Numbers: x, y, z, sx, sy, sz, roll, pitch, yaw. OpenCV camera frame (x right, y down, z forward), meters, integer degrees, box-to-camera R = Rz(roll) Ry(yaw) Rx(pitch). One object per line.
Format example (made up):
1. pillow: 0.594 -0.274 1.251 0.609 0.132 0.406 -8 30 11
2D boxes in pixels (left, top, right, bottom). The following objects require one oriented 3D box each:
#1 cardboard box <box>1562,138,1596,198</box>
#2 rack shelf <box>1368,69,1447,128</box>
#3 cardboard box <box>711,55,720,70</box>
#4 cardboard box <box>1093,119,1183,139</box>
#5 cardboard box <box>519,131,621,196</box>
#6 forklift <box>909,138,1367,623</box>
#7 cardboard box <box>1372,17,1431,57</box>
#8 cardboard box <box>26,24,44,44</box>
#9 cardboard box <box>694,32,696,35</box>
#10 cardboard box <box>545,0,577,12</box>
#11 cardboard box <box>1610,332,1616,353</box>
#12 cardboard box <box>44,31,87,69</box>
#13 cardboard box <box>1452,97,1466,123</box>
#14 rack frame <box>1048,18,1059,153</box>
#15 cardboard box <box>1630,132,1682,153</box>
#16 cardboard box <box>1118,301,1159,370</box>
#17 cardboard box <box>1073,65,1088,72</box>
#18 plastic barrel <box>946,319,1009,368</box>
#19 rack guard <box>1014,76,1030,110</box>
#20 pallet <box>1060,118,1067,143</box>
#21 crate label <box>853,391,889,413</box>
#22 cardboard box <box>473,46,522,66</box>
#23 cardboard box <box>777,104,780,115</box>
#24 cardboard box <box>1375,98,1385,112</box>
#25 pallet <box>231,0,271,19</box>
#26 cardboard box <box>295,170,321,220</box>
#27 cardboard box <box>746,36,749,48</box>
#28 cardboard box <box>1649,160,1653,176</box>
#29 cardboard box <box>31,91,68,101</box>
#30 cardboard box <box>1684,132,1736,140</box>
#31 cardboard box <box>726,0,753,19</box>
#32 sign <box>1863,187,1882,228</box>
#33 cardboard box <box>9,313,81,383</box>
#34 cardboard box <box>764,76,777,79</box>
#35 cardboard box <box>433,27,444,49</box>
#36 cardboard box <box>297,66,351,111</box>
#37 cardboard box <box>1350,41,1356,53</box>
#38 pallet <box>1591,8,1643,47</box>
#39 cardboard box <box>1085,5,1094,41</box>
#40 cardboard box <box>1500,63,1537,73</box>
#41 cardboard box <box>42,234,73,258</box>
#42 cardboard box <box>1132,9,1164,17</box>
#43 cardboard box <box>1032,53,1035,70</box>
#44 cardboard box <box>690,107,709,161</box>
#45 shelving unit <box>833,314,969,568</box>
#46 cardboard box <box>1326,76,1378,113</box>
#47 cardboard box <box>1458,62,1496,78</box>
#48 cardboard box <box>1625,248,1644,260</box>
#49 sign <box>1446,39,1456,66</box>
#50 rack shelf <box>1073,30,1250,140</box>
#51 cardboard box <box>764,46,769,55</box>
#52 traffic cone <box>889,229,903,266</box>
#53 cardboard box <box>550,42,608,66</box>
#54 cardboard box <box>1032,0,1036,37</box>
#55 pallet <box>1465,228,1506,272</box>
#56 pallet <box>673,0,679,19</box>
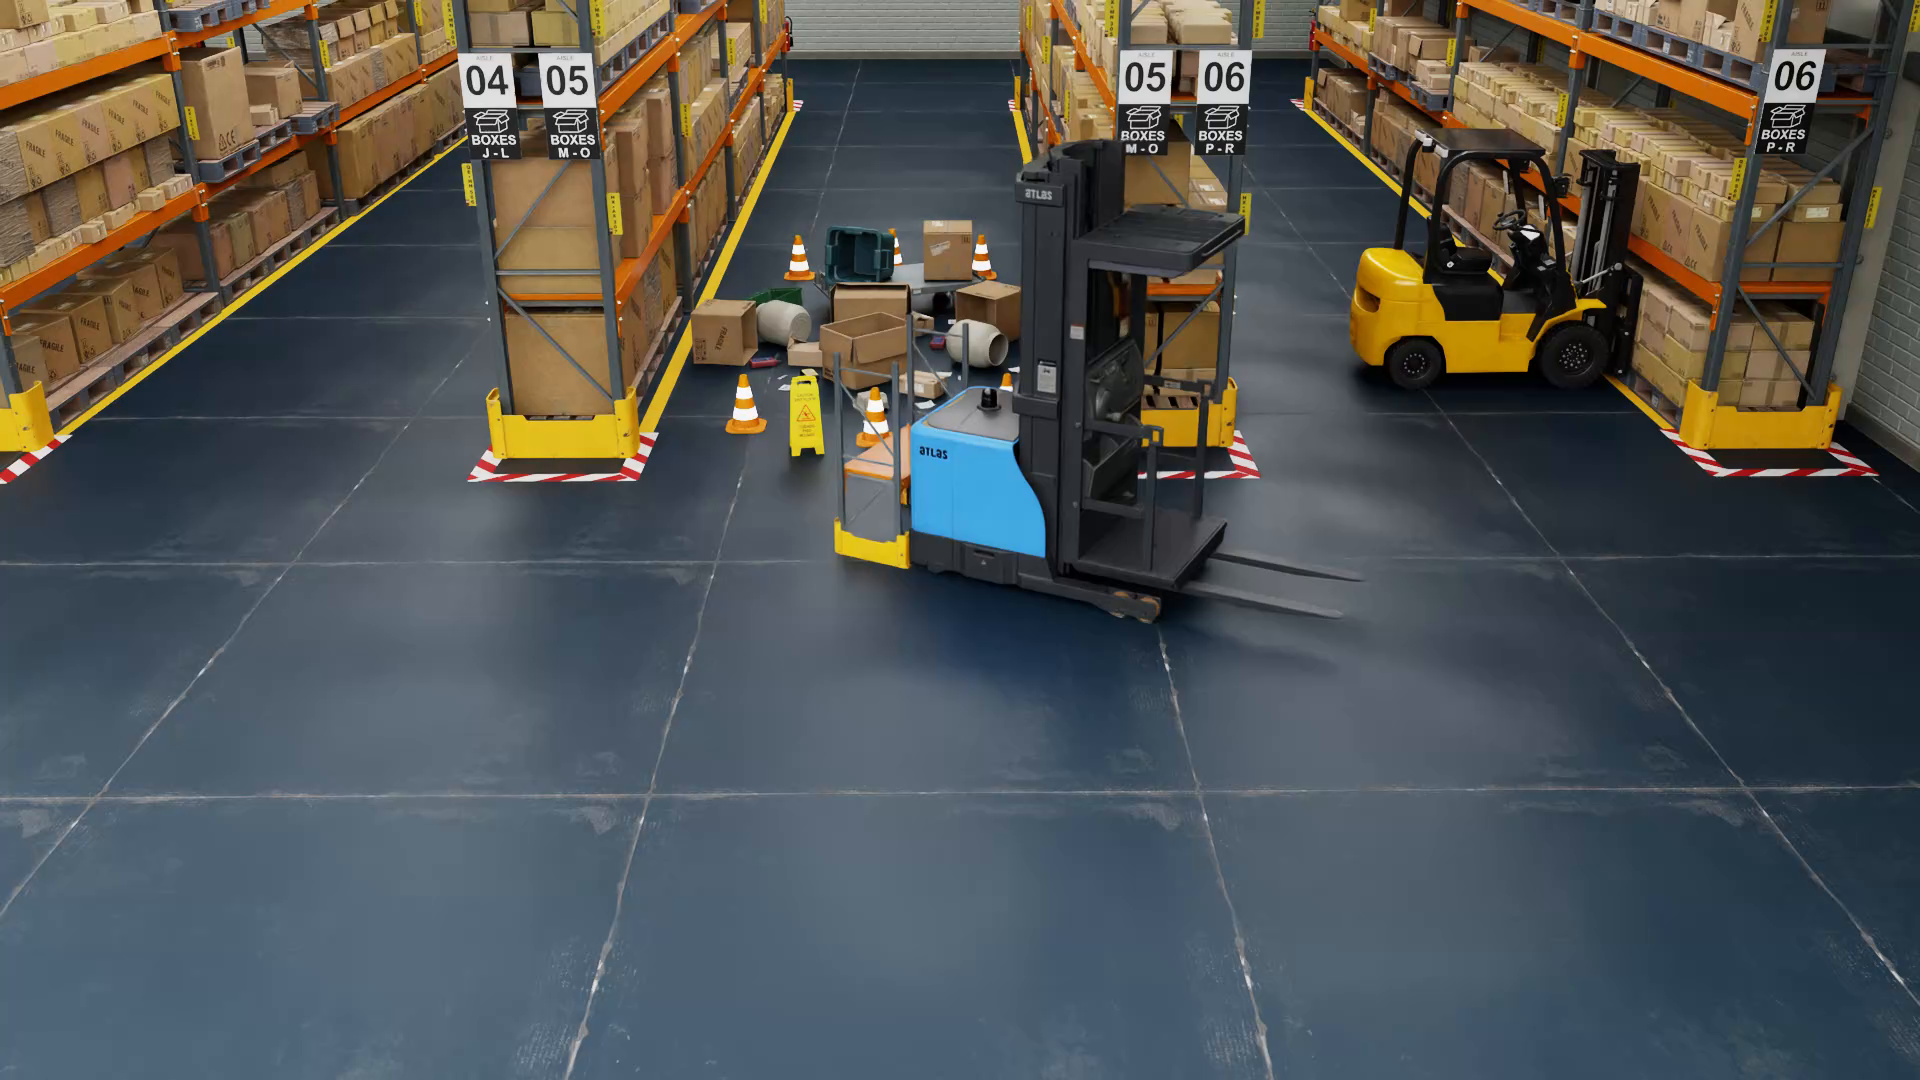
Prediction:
1. cardboard box: 6.362 -3.712 16.579 0.500 0.500 0.500 -1 24 -2
2. rack shelf: 6.553 -5.995 22.622 1.077 0.370 4.000 0 24 -1
3. cardboard box: -3.149 -5.952 20.727 0.380 0.149 0.250 0 24 0
4. cardboard box: 1.477 -3.233 13.946 0.700 0.500 0.500 0 24 0
5. cardboard box: -3.314 -3.054 13.754 0.875 0.550 0.550 0 24 -1
6. forklift: 1.199 -1.039 10.875 3.031 2.935 1.130 12 27 24
7. cardboard box: 6.313 -7.183 23.745 0.700 0.500 0.500 0 24 1
8. cardboard box: -7.963 -4.264 13.980 0.380 0.149 0.250 -1 24 -3
9. cardboard box: -3.827 -6.919 22.866 0.380 0.149 0.250 -1 24 -1
10. cardboard box: -2.936 -4.106 12.638 0.380 0.149 0.250 0 24 0
11. cardboard box: 6.320 -1.958 15.650 0.500 0.250 0.500 1 24 1
12. cardboard box: -7.982 -4.263 14.461 0.500 0.250 0.500 0 24 1
13. cardboard box: 6.335 -5.246 20.275 0.500 0.250 0.500 0 24 0
14. rack frame: 1.611 -5.475 20.598 1.000 3.000 0.127 0 24 -1
15. cardboard box: 6.418 -3.664 15.325 0.380 0.149 0.250 0 24 -1
16. cardboard box: 1.429 -1.787 14.363 0.500 0.500 0.500 0 24 0
17. cardboard box: 1.403 -4.968 17.698 0.380 0.149 0.250 -1 24 -2
18. plastic barrel: 0.162 -1.849 15.707 0.512 0.421 0.421 19 30 35
19. rack guard: 1.524 -7.642 28.424 1.175 0.500 0.348 0 24 -1
20. pallet: 1.674 -4.572 18.835 1.003 0.211 1.213 0 24 -1
21. crate label: -0.773 -1.224 14.673 0.250 0.136 0.298 -14 28 -28
22. cardboard box: -3.593 -3.739 12.794 0.380 0.149 0.250 0 24 -1
23. cardboard box: -3.108 -6.963 26.838 0.380 0.149 0.250 -1 24 -3
24. cardboard box: 6.269 -6.346 24.261 0.380 0.149 0.250 1 24 2
25. pallet: -8.169 -5.745 17.785 1.213 0.211 1.003 0 24 -1
26. cardboard box: -8.271 -4.216 20.314 0.700 0.500 0.500 -2 24 -3
27. cardboard box: -3.175 -7.000 23.405 0.380 0.149 0.250 0 24 0
28. cardboard box: 6.427 -3.317 14.918 0.380 0.149 0.250 0 24 -1
29. cardboard box: -8.492 -3.820 15.244 0.500 0.500 0.500 0 24 -1
30. cardboard box: 6.906 -3.669 15.336 0.380 0.149 0.250 -1 24 -1
31. cardboard box: -3.142 -7.883 24.227 0.500 0.500 0.500 0 24 1
32. sign: 7.217 -2.633 13.168 0.100 0.325 0.005 0 24 -1
33. cardboard box: -8.242 -1.690 14.753 0.500 0.500 0.500 6 25 13
34. cardboard box: -3.220 -7.550 27.415 0.380 0.149 0.250 0 24 0
35. cardboard box: -8.085 -7.545 24.998 0.500 0.250 0.500 0 24 -1
36. cardboard box: -8.031 -5.677 20.925 0.500 0.500 0.500 0 24 1
37. cardboard box: 6.217 -7.590 25.581 0.380 0.149 0.250 -1 24 -1
38. pallet: 6.653 -4.825 15.630 1.003 0.211 1.213 0 24 -1
39. cardboard box: 1.393 -4.659 14.976 0.500 0.250 0.500 0 24 0
40. cardboard box: 6.780 -5.707 20.203 0.380 0.149 0.250 1 24 1
41. cardboard box: -7.966 -2.550 14.436 0.380 0.149 0.250 0 24 -1
42. cardboard box: 1.463 -4.248 13.584 0.380 0.149 0.250 0 24 0
43. cardboard box: 1.308 -6.872 23.870 0.500 0.250 0.500 -1 24 -2
44. cardboard box: -3.040 -4.440 18.190 0.500 0.500 0.500 0 24 -1
45. shelving unit: -0.394 -0.734 11.935 0.587 1.500 1.083 12 27 25
46. cardboard box: 6.370 -7.243 27.031 0.700 0.500 0.500 1 24 2
47. cardboard box: 6.284 -5.707 20.204 0.380 0.149 0.250 0 24 1
48. cardboard box: 6.322 -2.628 15.918 0.500 0.250 0.500 1 24 1
49. sign: 6.032 -5.984 20.415 0.100 0.325 0.005 0 24 -1
50. rack shelf: 1.677 -4.041 14.662 1.077 0.370 4.000 0 24 -1
51. cardboard box: -3.124 -7.495 25.370 0.380 0.149 0.250 0 24 0
52. traffic cone: -0.762 -3.290 18.847 0.336 0.463 0.334 0 24 -1
53. cardboard box: -2.933 -3.746 12.810 0.380 0.149 0.250 0 24 0
54. cardboard box: 1.285 -7.442 23.612 0.500 0.500 0.500 0 24 0
55. pallet: 6.555 -3.387 19.367 1.003 0.211 1.213 0 24 -1
56. pallet: -3.353 -5.420 17.069 0.805 0.209 1.217 -1 24 -3
